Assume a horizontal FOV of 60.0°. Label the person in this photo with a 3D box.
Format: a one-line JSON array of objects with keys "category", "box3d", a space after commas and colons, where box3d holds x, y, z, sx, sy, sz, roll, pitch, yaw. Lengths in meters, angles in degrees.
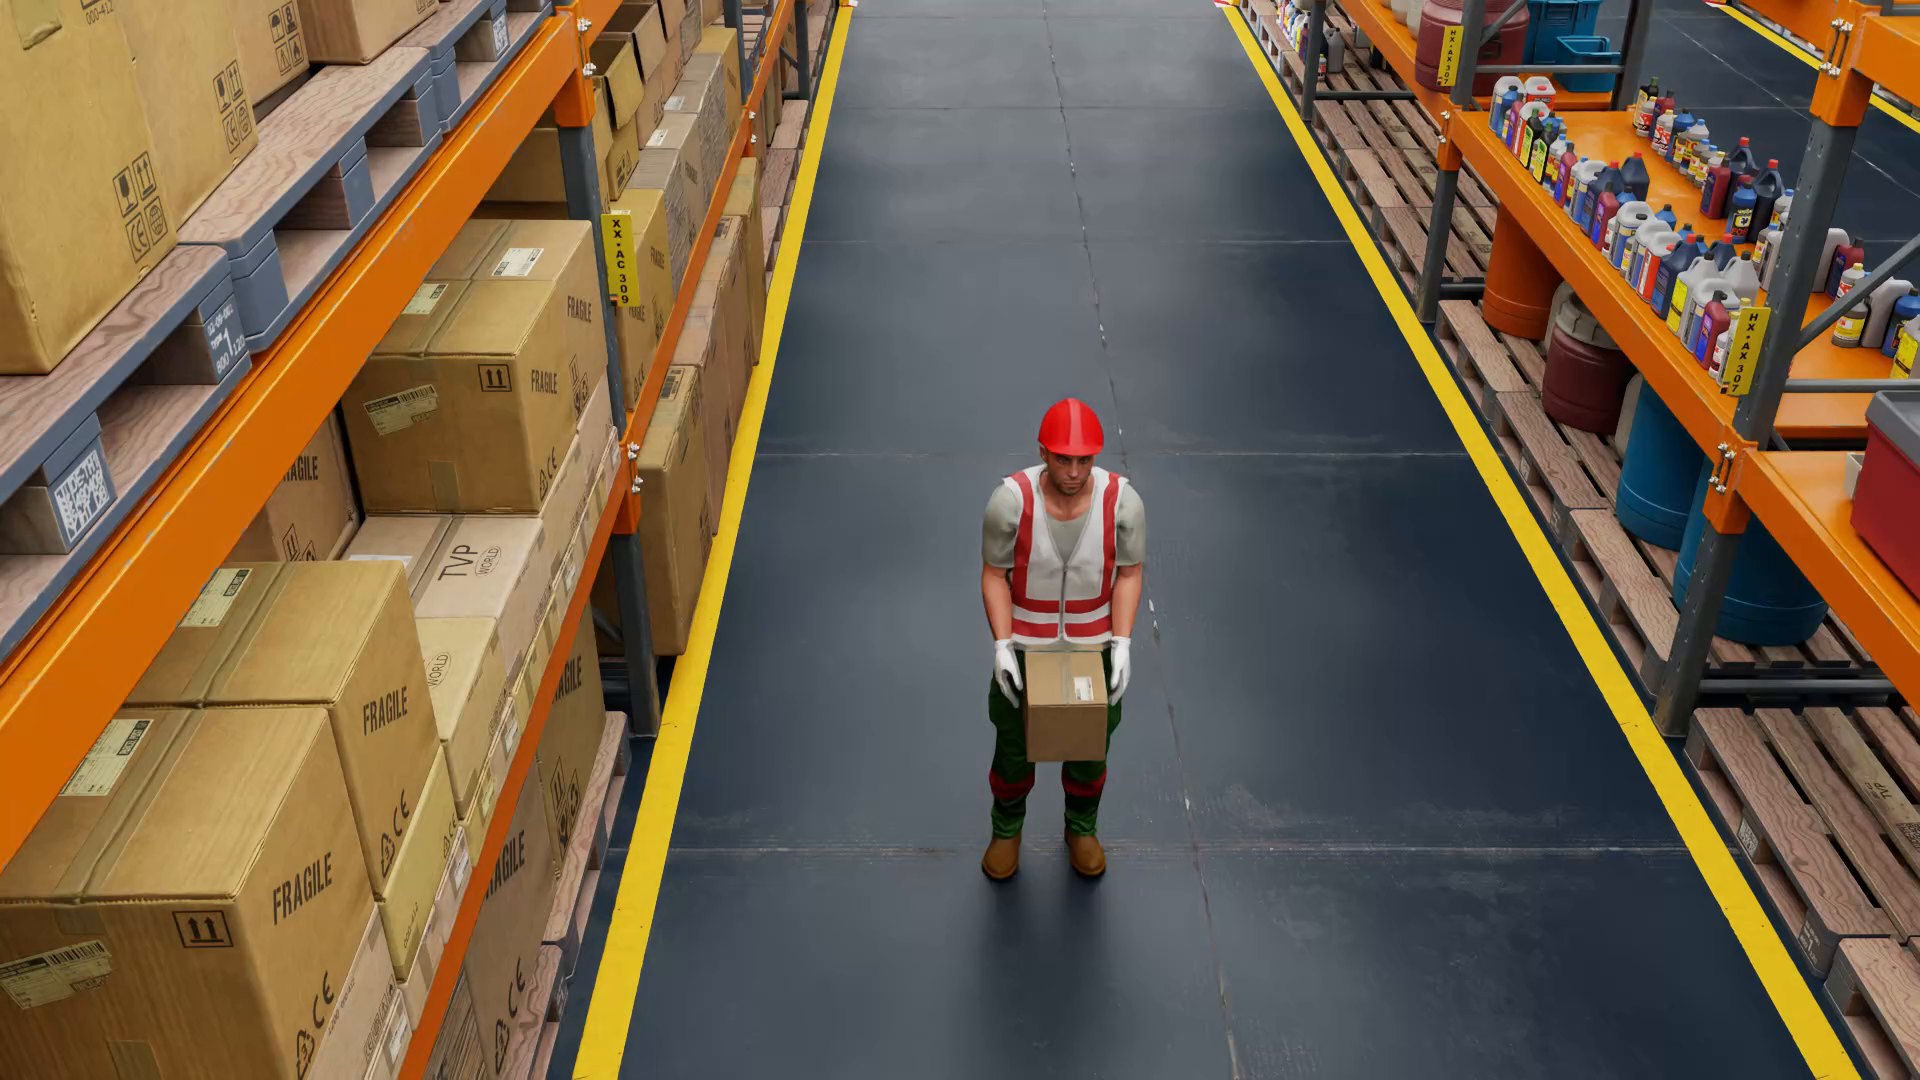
[{"category": "person", "box3d": [0.336, 0.359, 5.517, 0.535, 1.792, 0.462, -1, 31, -1]}]
